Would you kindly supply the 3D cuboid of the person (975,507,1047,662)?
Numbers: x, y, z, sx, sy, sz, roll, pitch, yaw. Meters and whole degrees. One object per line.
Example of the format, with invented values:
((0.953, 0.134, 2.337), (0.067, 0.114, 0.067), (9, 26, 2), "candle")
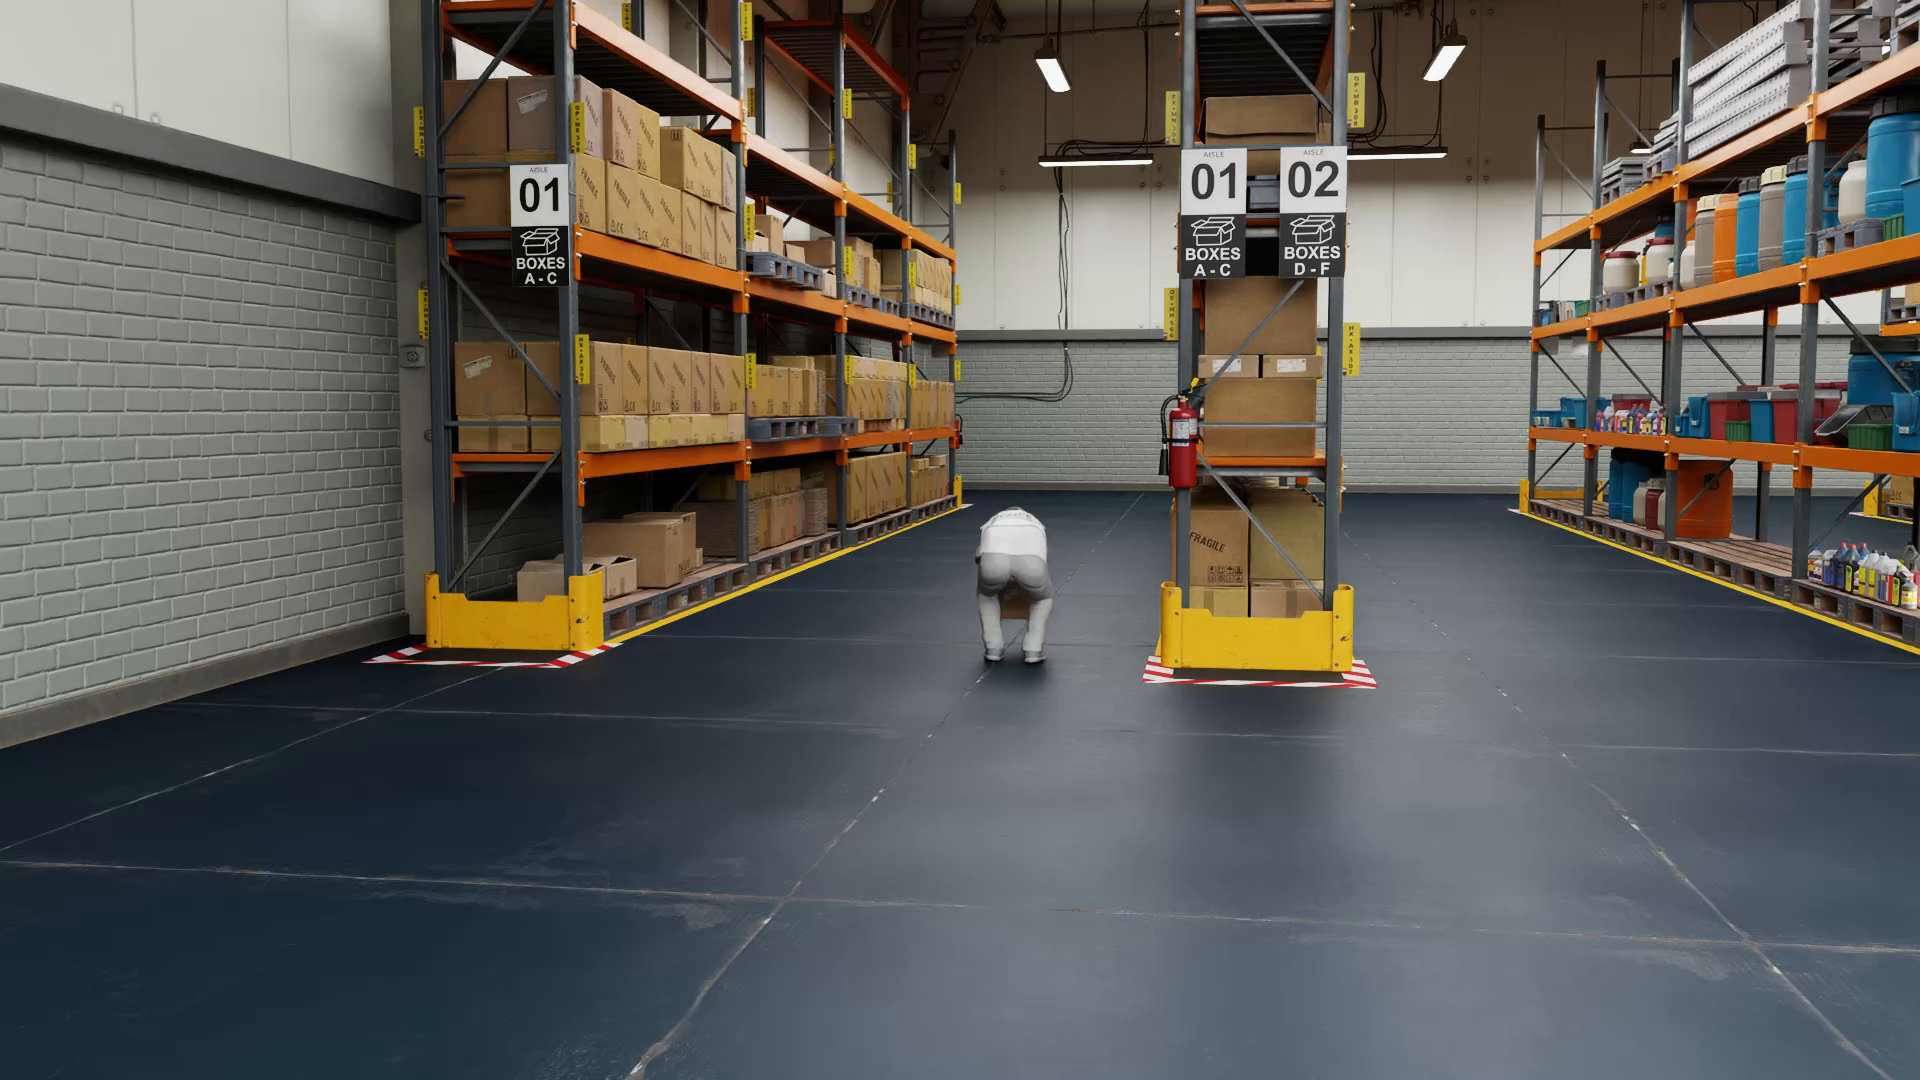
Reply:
((0.350, 0.284, 10.745), (0.453, 0.966, 0.934), (0, 5, 6), "person")
